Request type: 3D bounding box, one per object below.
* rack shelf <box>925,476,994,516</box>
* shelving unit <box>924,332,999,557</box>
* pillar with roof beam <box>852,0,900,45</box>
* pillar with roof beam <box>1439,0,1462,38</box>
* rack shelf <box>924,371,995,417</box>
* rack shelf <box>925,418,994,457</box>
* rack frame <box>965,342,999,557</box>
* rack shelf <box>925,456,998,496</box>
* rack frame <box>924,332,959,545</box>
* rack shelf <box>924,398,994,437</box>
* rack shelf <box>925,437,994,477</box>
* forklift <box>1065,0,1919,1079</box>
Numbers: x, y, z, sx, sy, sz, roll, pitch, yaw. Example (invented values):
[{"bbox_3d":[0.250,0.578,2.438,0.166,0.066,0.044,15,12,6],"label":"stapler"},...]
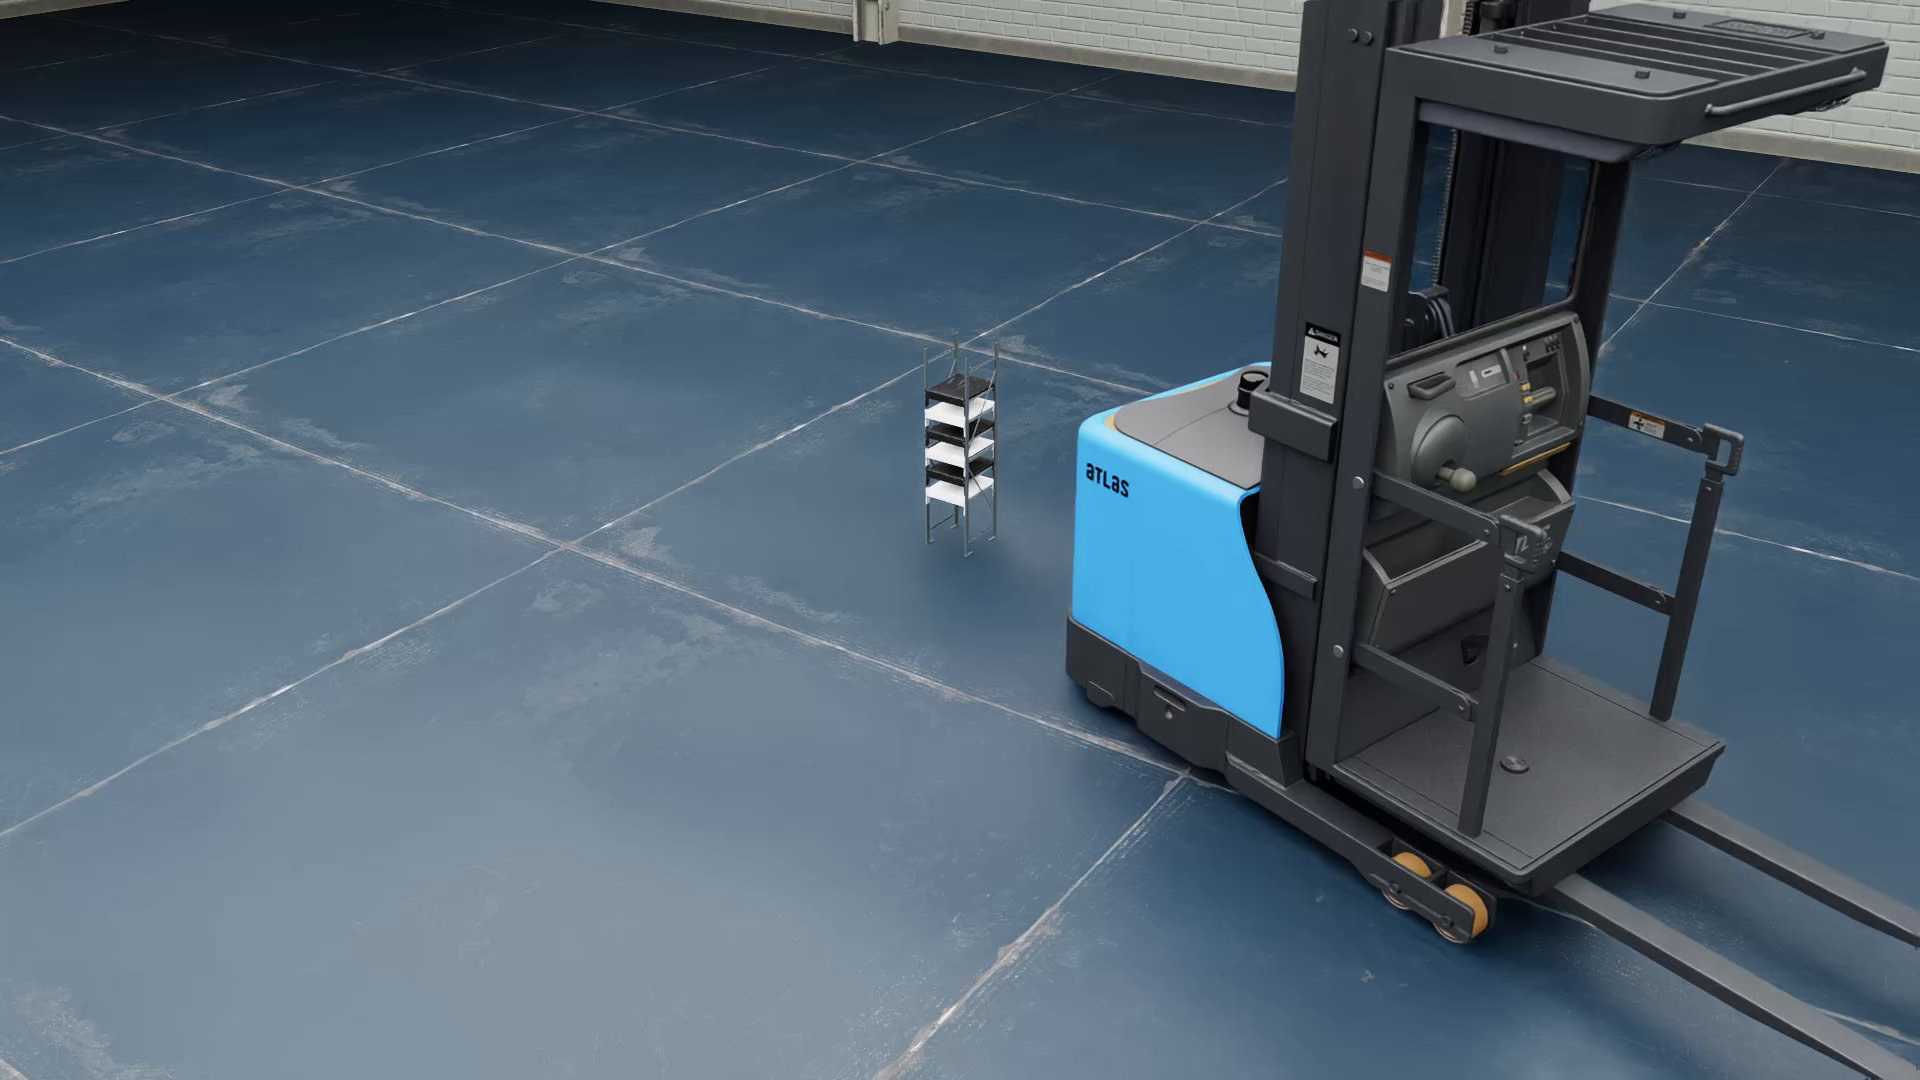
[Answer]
[{"bbox_3d":[0.007,-0.209,7.139,0.200,0.077,0.258,17,32,30],"label":"rack shelf"},{"bbox_3d":[0.007,-0.399,7.042,0.210,0.900,0.258,17,32,30],"label":"shelving unit"},{"bbox_3d":[-3.325,-7.719,12.497,0.400,9.000,9.100,17,32,30],"label":"pillar with roof beam"},{"bbox_3d":[1.621,-6.179,9.469,0.400,9.000,9.100,17,32,30],"label":"pillar with roof beam"},{"bbox_3d":[0.007,-0.610,6.934,0.200,0.077,0.258,17,32,30],"label":"rack shelf"},{"bbox_3d":[0.007,-0.449,7.016,0.200,0.077,0.258,17,32,30],"label":"rack shelf"},{"bbox_3d":[0.090,-0.373,6.990,0.006,0.900,0.240,17,32,30],"label":"rack frame"},{"bbox_3d":[0.007,-0.289,7.098,0.200,0.077,0.258,17,32,30],"label":"rack shelf"},{"bbox_3d":[-0.077,-0.425,7.093,0.006,0.900,0.240,17,32,30],"label":"rack frame"},{"bbox_3d":[0.007,-0.530,6.975,0.200,0.077,0.258,17,32,30],"label":"rack shelf"},{"bbox_3d":[0.007,-0.369,7.057,0.200,0.077,0.258,17,32,30],"label":"rack shelf"},{"bbox_3d":[1.693,-0.373,4.752,1.130,2.935,3.031,-20,33,-33],"label":"forklift"}]
